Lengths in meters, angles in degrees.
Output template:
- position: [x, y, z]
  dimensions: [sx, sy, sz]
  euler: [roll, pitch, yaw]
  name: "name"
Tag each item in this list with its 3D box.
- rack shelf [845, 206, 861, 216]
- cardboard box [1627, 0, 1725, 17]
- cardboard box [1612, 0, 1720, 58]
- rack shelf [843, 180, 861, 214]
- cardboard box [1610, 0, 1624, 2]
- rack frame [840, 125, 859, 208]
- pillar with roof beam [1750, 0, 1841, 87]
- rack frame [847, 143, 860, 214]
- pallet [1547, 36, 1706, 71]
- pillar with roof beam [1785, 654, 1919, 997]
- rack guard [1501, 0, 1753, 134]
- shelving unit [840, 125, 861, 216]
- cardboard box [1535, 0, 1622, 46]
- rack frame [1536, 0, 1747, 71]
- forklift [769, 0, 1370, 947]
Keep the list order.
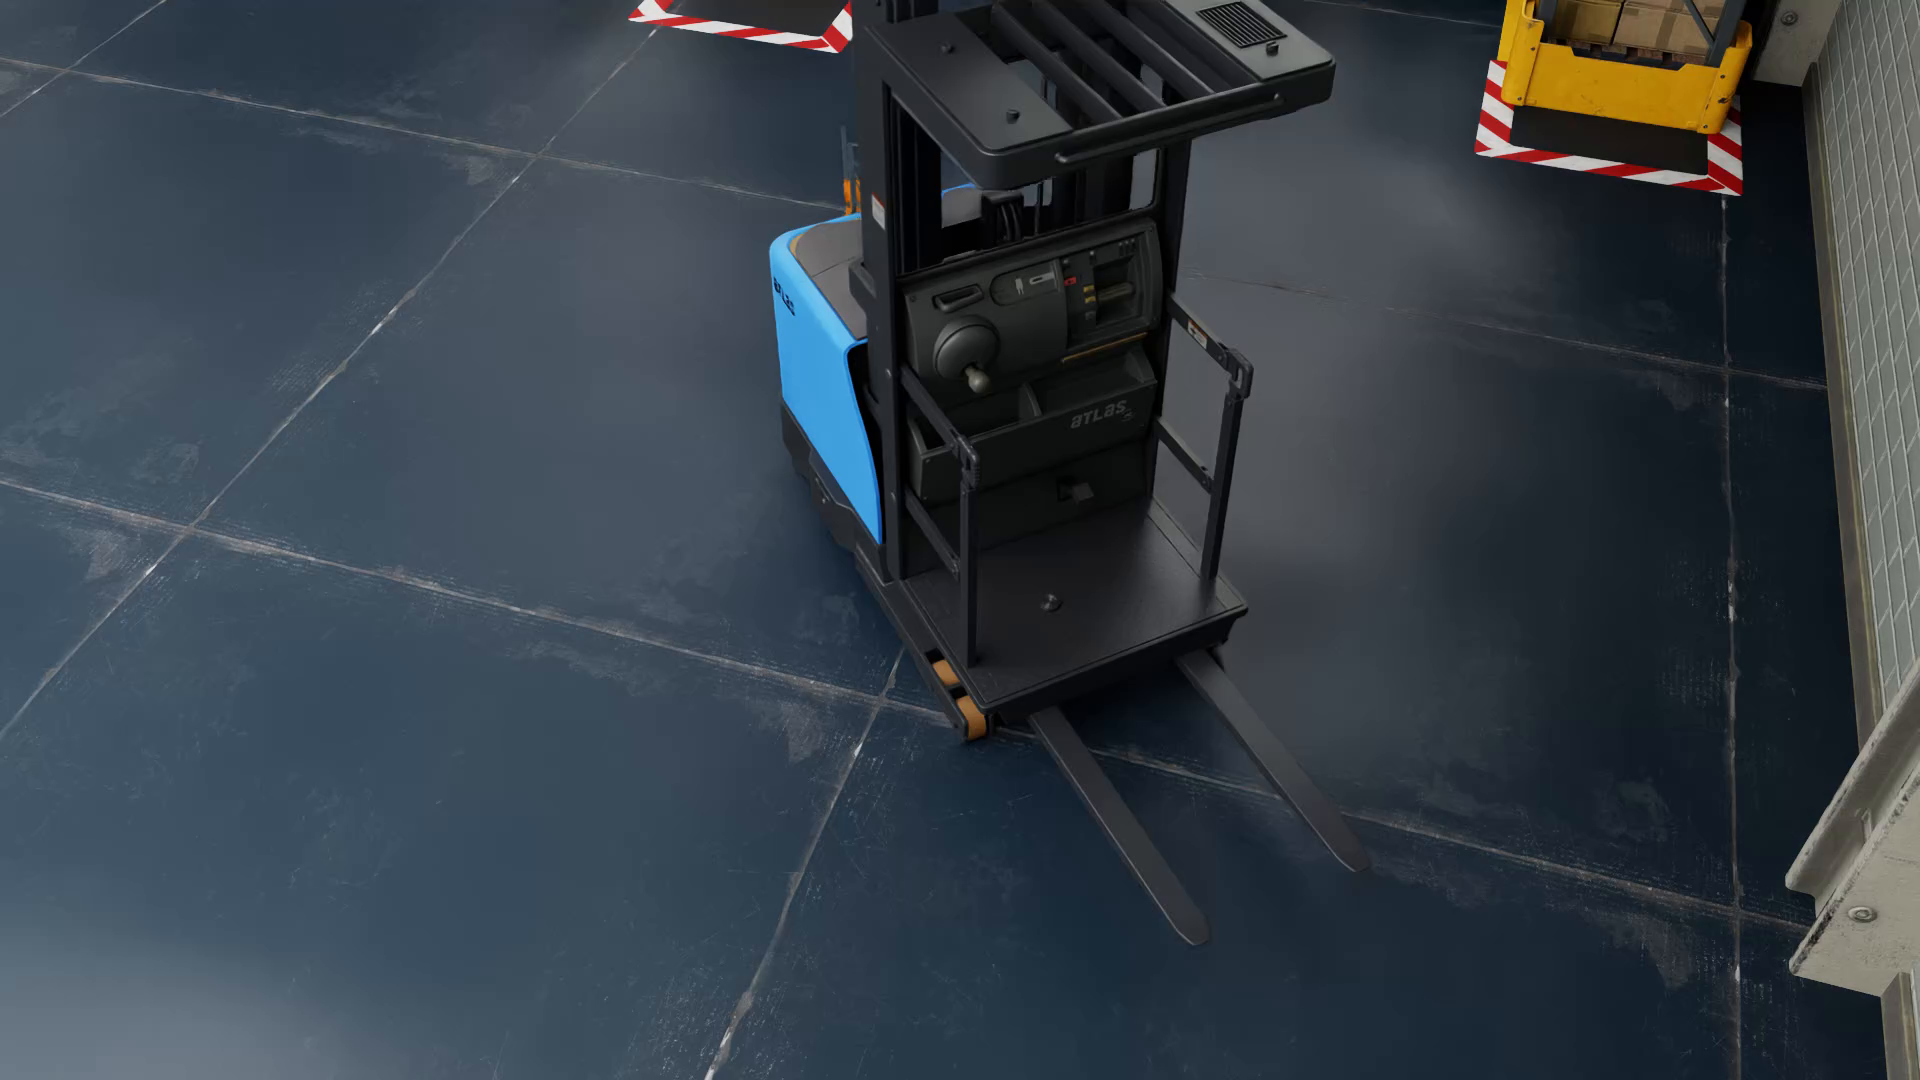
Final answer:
- position: [-0.339, -1.326, 6.959]
  dimensions: [0.258, 0.103, 0.180]
  euler: [-8, 37, -9]
  name: "rack shelf"
- position: [3.955, -3.124, 9.106]
  dimensions: [0.500, 0.250, 0.500]
  euler: [13, 46, 13]
  name: "cardboard box"
- position: [3.949, -2.961, 9.297]
  dimensions: [0.500, 0.250, 0.500]
  euler: [13, 46, 13]
  name: "cardboard box"
- position: [-0.343, -1.422, 6.887]
  dimensions: [0.258, 0.103, 0.180]
  euler: [-8, 37, -9]
  name: "rack shelf"
- position: [3.464, -3.245, 9.230]
  dimensions: [0.500, 0.250, 0.500]
  euler: [12, 46, 12]
  name: "cardboard box"
- position: [-0.353, -1.223, 7.148]
  dimensions: [0.240, 1.200, 0.006]
  euler: [-8, 37, -9]
  name: "rack frame"
- position: [0.581, -6.837, 7.303]
  dimensions: [9.100, 9.000, 0.400]
  euler: [13, 46, 13]
  name: "pillar with roof beam"
- position: [-0.315, -1.116, 7.004]
  dimensions: [0.240, 1.200, 0.006]
  euler: [-8, 37, -9]
  name: "rack frame"
- position: [3.806, -3.030, 9.696]
  dimensions: [1.003, 0.211, 1.213]
  euler: [13, 46, 13]
  name: "pallet"
- position: [-1.236, -2.838, 3.216]
  dimensions: [9.100, 9.000, 0.400]
  euler: [13, 46, 13]
  name: "pillar with roof beam"
- position: [3.607, -2.599, 9.048]
  dimensions: [1.175, 0.500, 0.348]
  euler: [13, 46, 13]
  name: "rack guard"
- position: [-0.334, -1.170, 7.076]
  dimensions: [0.258, 1.200, 0.189]
  euler: [-8, 37, -9]
  name: "shelving unit"
- position: [3.456, -3.056, 9.394]
  dimensions: [0.500, 0.250, 0.500]
  euler: [13, 46, 13]
  name: "cardboard box"
- position: [3.614, -3.508, 8.190]
  dimensions: [1.000, 3.000, 0.127]
  euler: [13, 46, 13]
  name: "rack frame"
- position: [0.352, -0.681, 5.351]
  dimensions: [1.130, 2.935, 3.031]
  euler: [-19, 48, -19]
  name: "forklift"
